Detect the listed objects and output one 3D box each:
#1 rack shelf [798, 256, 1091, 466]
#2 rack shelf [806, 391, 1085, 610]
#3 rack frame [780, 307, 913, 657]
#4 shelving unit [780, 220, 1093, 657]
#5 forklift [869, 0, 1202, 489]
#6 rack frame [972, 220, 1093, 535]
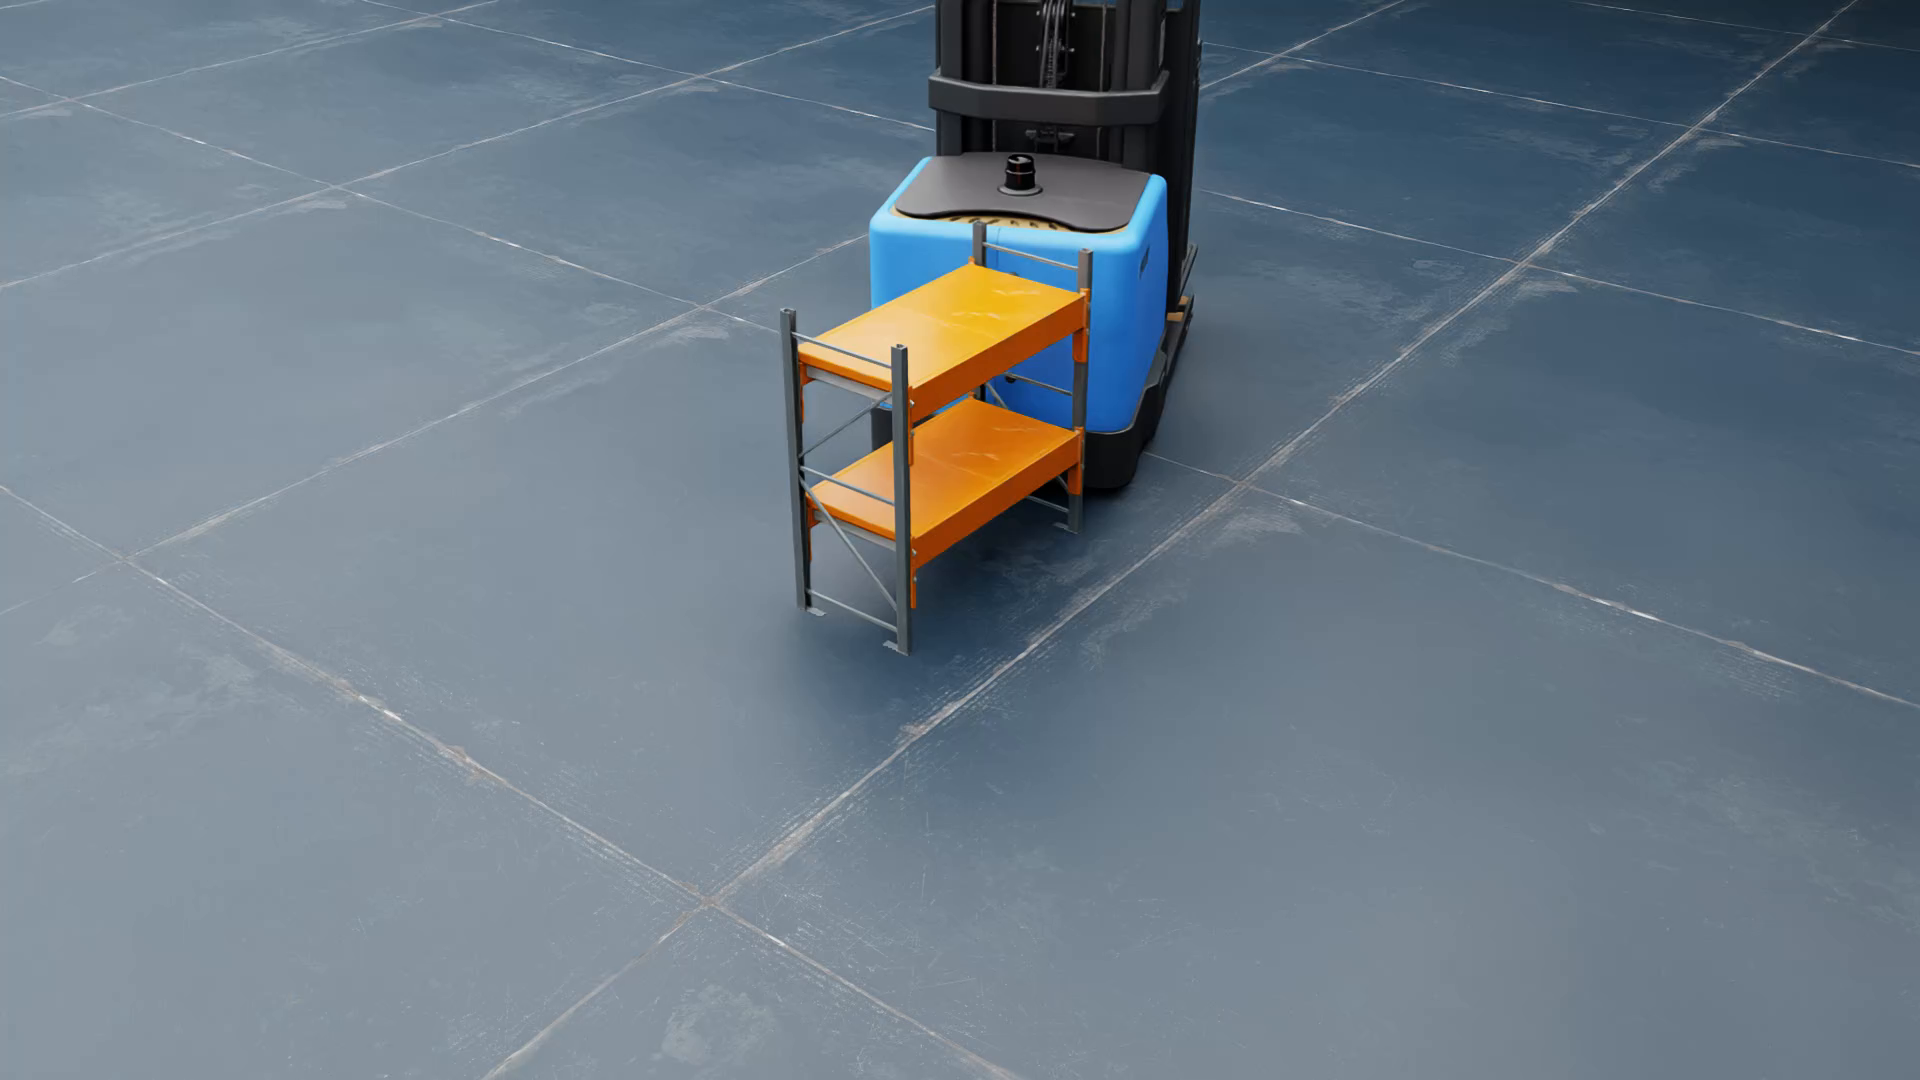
[{"bbox_3d":[-0.056,-0.631,5.638,0.538,0.278,1.000,21,37,31],"label":"rack shelf"},{"bbox_3d":[-0.056,-0.169,5.912,0.538,0.278,1.000,21,37,31],"label":"rack shelf"},{"bbox_3d":[-0.365,-0.174,5.439,0.500,1.125,0.032,21,37,31],"label":"rack frame"},{"bbox_3d":[-0.056,-0.379,5.787,0.538,1.125,1.048,21,37,31],"label":"shelving unit"},{"bbox_3d":[0.496,-2.199,7.086,1.130,2.935,3.031,7,31,12],"label":"forklift"},{"bbox_3d":[0.252,-0.585,6.134,0.500,1.125,0.032,21,37,31],"label":"rack frame"}]
